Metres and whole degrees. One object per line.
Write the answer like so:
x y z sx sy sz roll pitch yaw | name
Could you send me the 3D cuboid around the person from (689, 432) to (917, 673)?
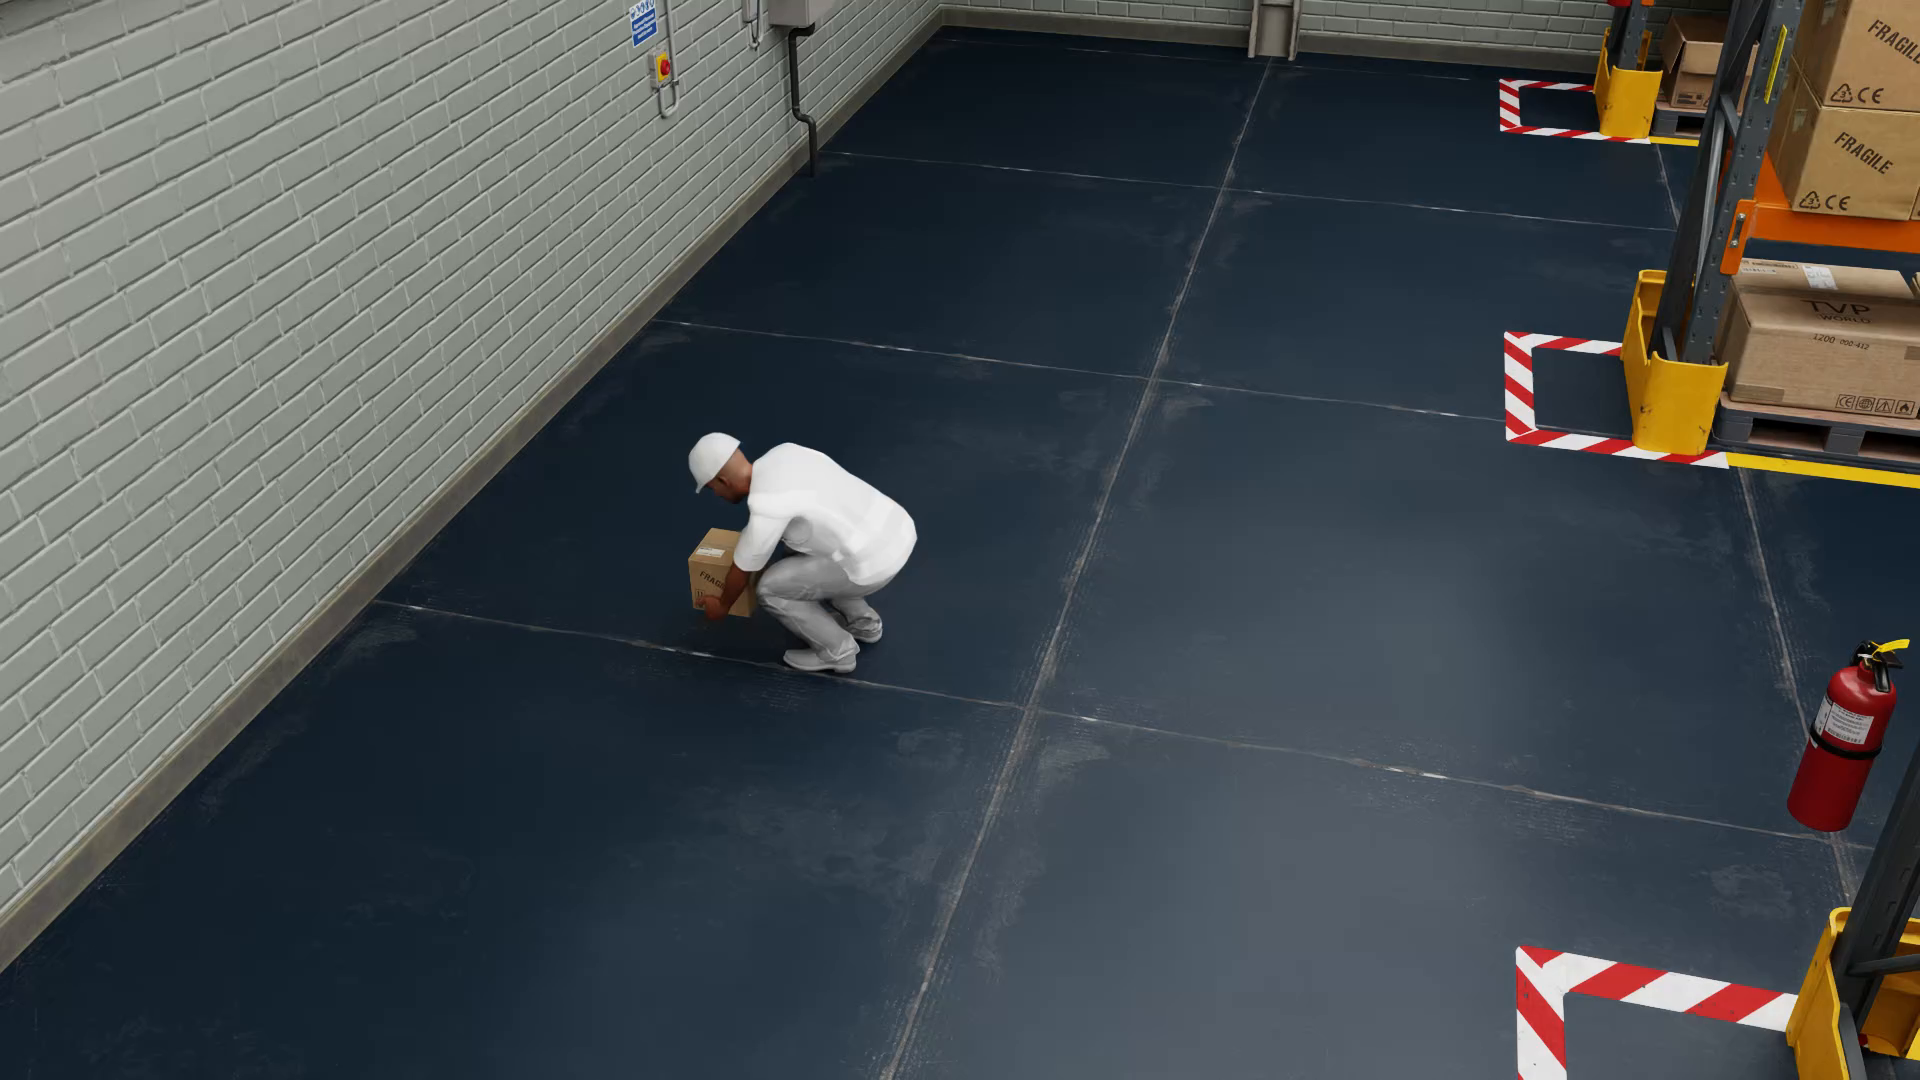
-0.642 0.044 6.754 0.902 1.013 0.537 7 33 11 | person
